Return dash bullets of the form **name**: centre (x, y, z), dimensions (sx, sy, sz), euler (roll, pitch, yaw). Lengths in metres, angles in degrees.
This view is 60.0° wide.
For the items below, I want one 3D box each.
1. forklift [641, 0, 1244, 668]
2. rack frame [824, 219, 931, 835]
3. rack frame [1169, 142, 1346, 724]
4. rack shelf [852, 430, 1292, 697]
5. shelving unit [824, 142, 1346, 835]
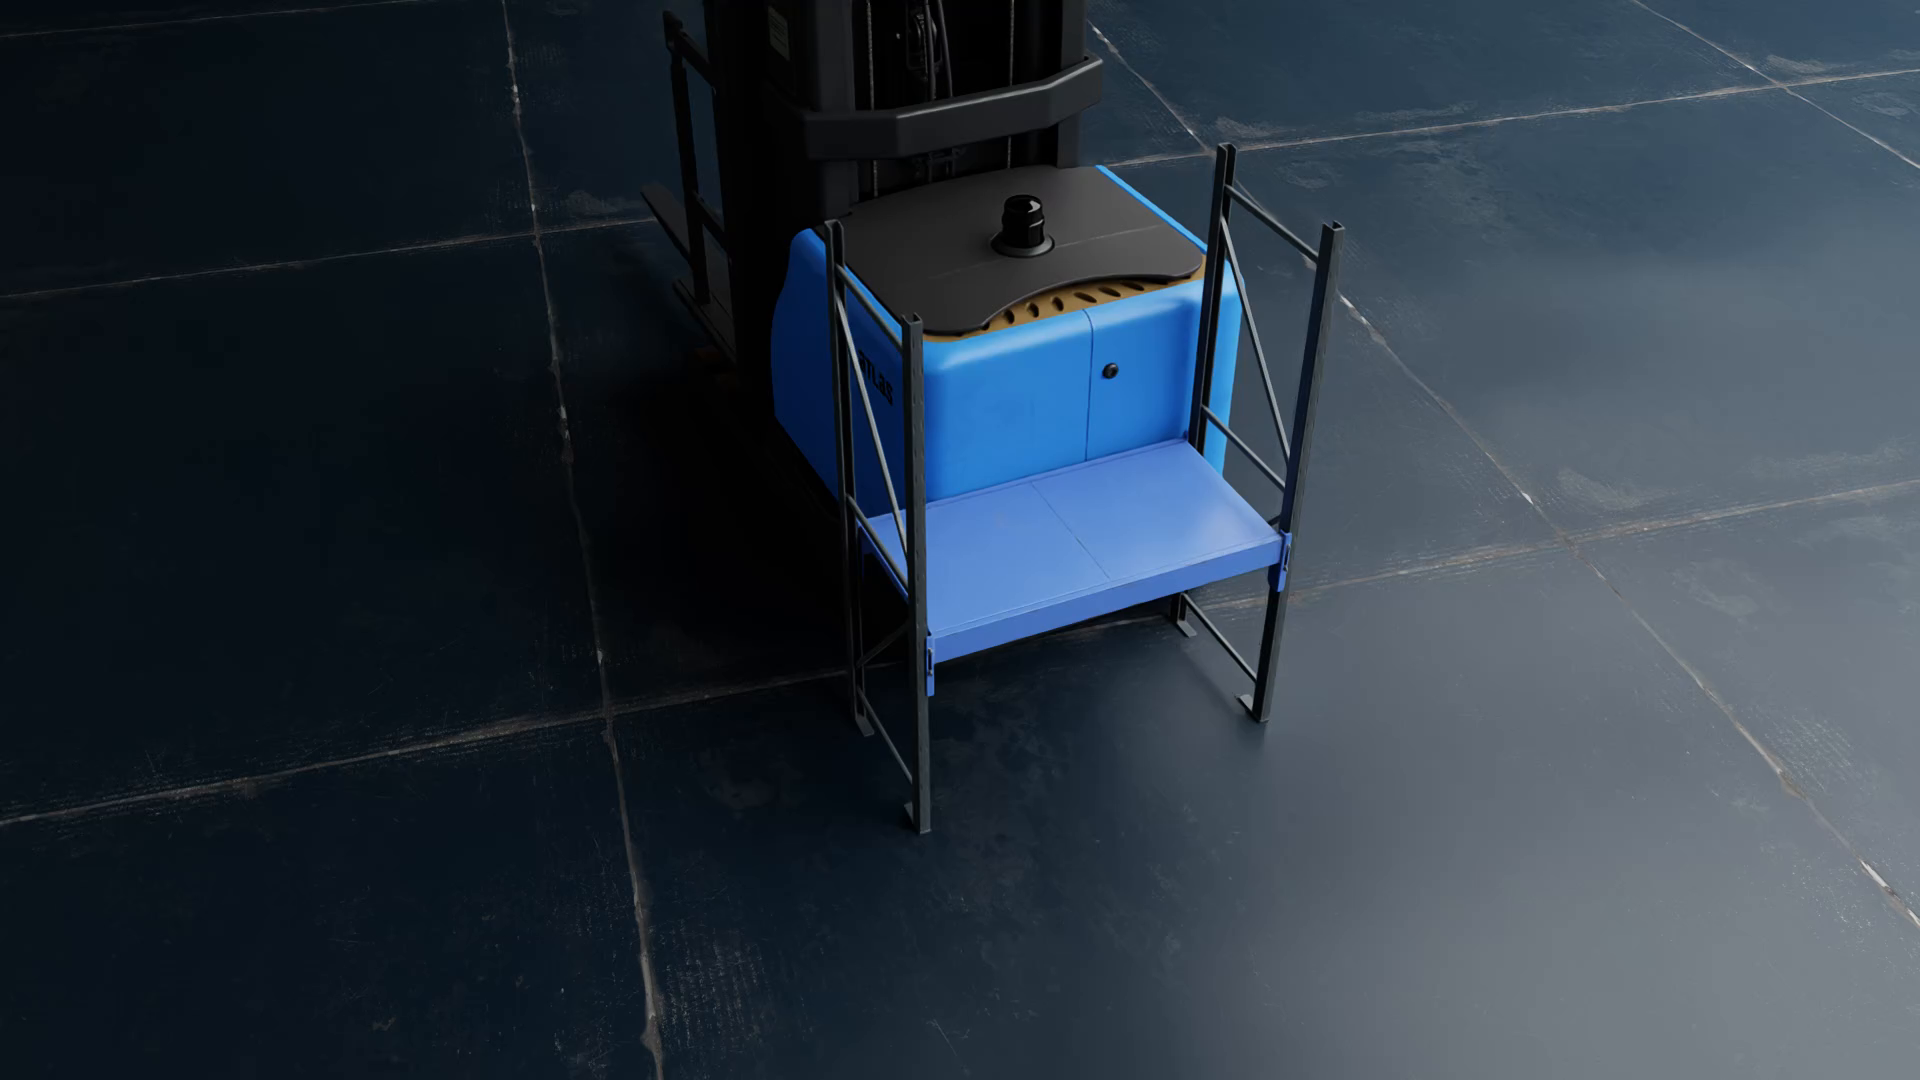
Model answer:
- **forklift**: centre (-0.326, -1.690, 5.047), dimensions (1.130, 2.935, 3.031), euler (-17, 40, -21)
- **rack frame**: centre (-0.190, 0.019, 3.990), dimensions (0.032, 1.500, 0.500), euler (-15, 40, -19)
- **rack frame**: centre (0.740, -0.231, 4.317), dimensions (0.032, 1.500, 0.500), euler (-15, 40, -19)
- **rack shelf**: centre (0.275, 0.037, 4.263), dimensions (1.000, 0.185, 0.538), euler (-15, 40, -19)
- **shelving unit**: centre (0.275, -0.106, 4.153), dimensions (1.048, 1.500, 0.538), euler (-15, 40, -19)
